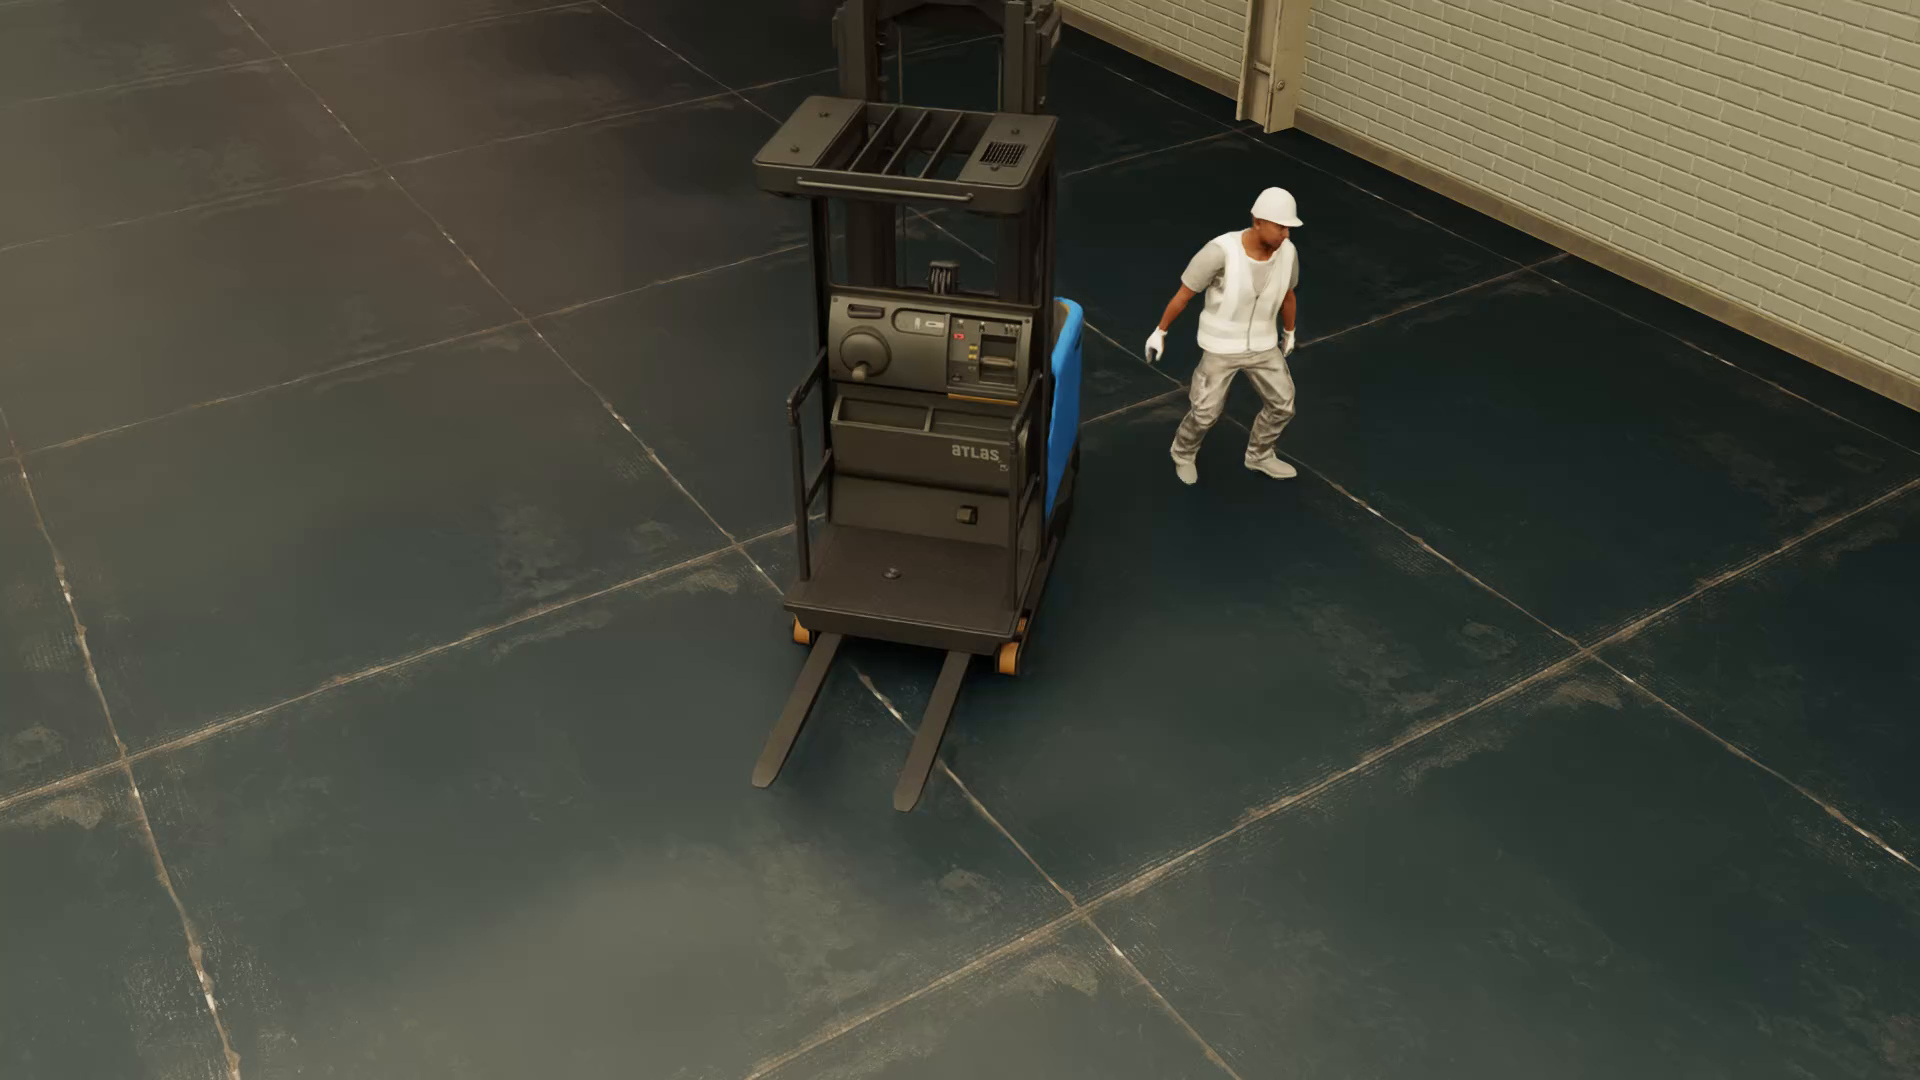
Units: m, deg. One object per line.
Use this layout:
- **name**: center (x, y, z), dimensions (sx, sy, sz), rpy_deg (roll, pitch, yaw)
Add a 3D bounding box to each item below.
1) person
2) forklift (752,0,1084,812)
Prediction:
- **person**: center (1.404, -1.035, 8.717), dimensions (0.878, 1.753, 0.483), rpy_deg (-8, 36, -11)
- **forklift**: center (-0.184, -0.806, 7.295), dimensions (1.130, 2.935, 3.031), rpy_deg (8, 36, 11)
